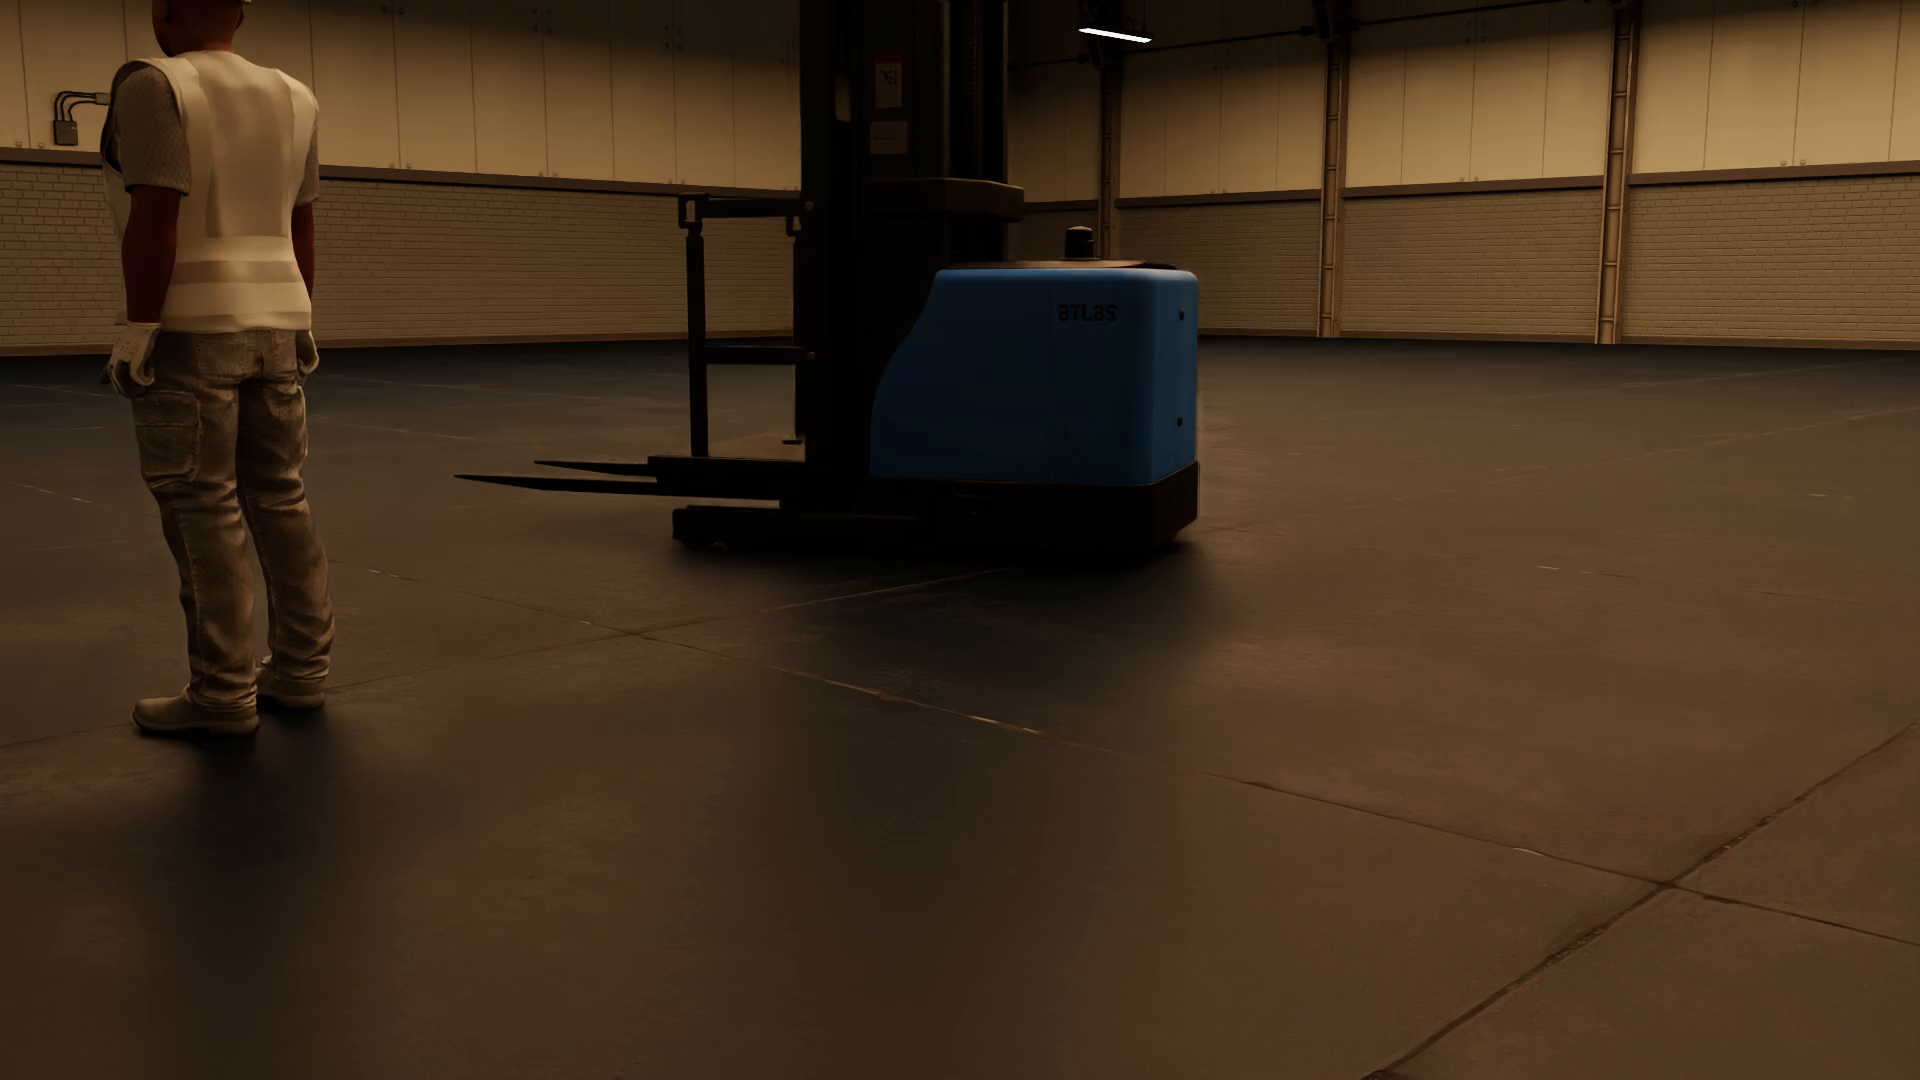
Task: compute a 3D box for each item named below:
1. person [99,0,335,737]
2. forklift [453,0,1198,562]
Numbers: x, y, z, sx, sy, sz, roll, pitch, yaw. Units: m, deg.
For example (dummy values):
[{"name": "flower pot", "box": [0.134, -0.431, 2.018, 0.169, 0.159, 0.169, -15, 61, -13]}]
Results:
[{"name": "person", "box": [-1.708, -0.464, 3.800, 0.368, 1.790, 0.557, 3, 9, 21]}, {"name": "forklift", "box": [-0.603, -1.476, 6.678, 3.031, 2.935, 1.130, 3, 9, 18]}]
